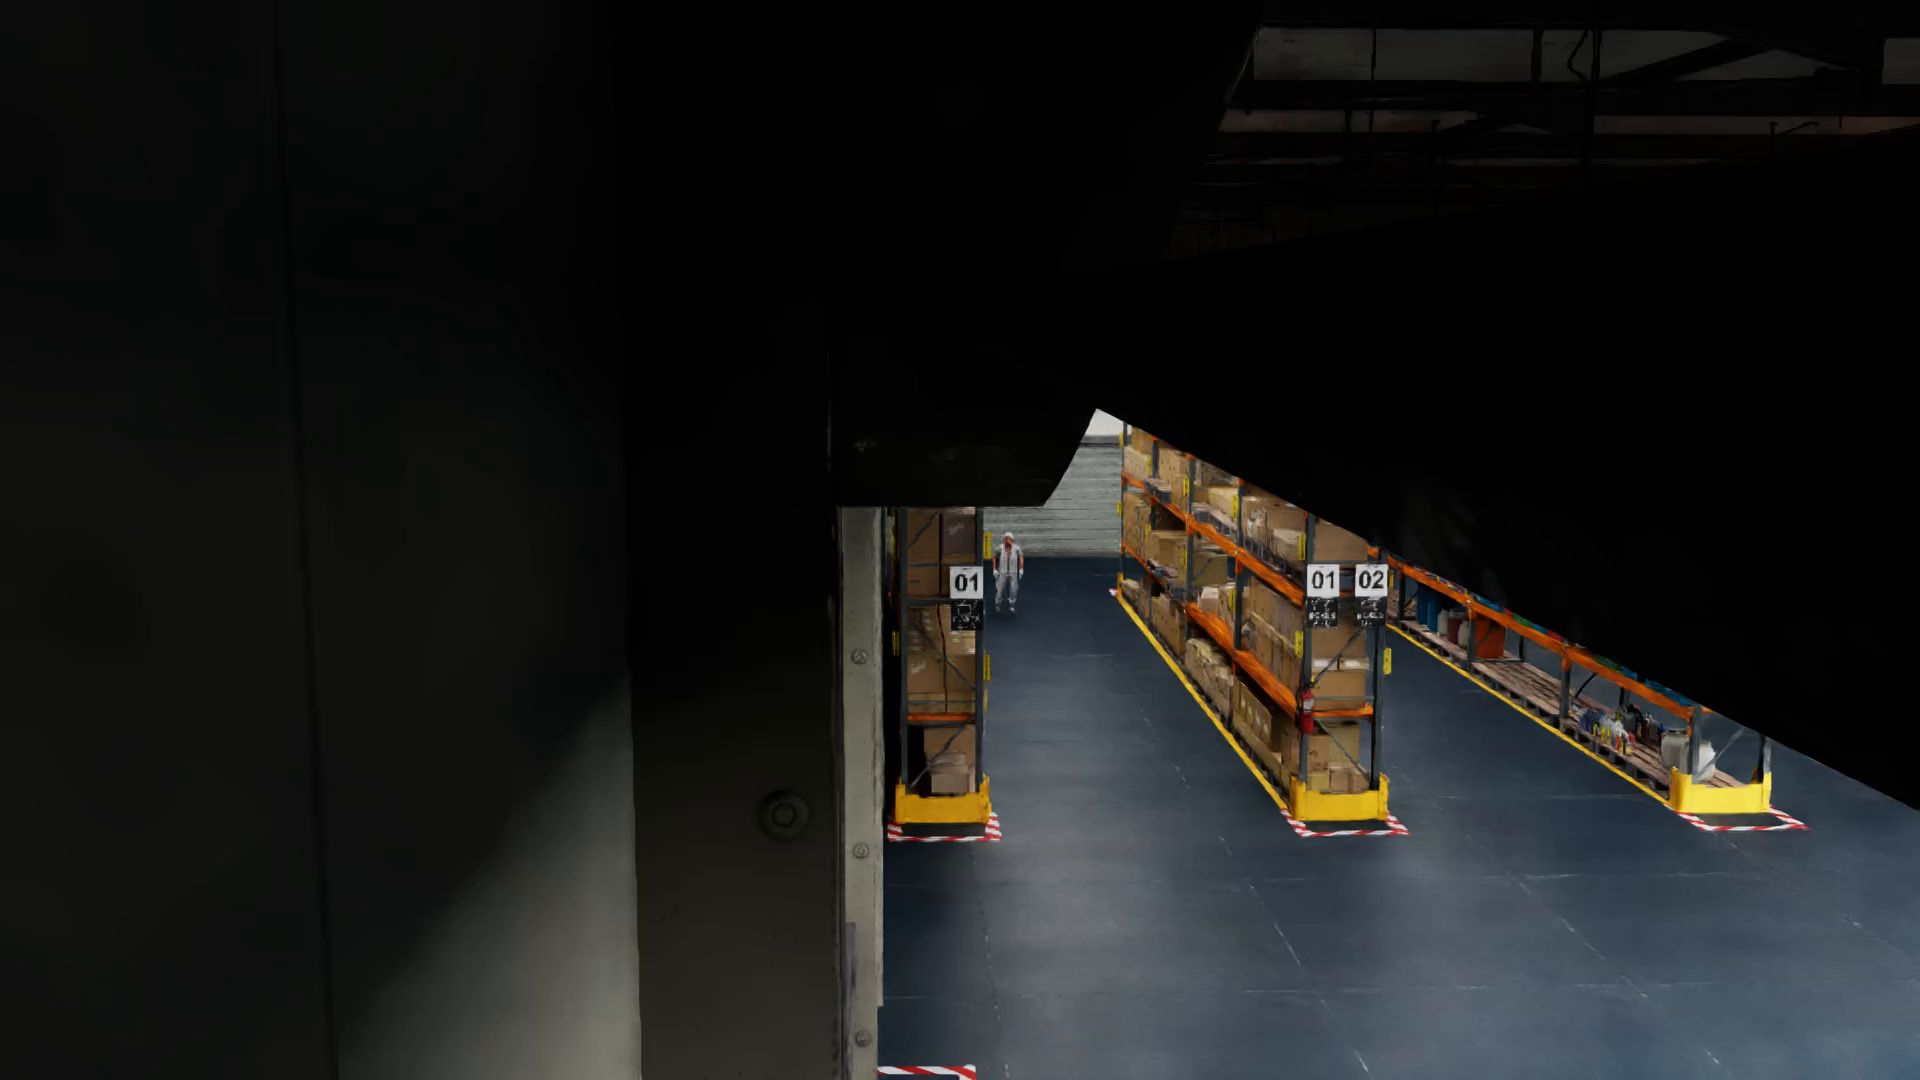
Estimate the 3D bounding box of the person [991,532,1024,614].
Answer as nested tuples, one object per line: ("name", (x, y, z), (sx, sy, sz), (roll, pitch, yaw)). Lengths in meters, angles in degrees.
("person", (0.975, 0.676, 34.210), (0.677, 1.742, 0.552), (-1, 8, -4))
